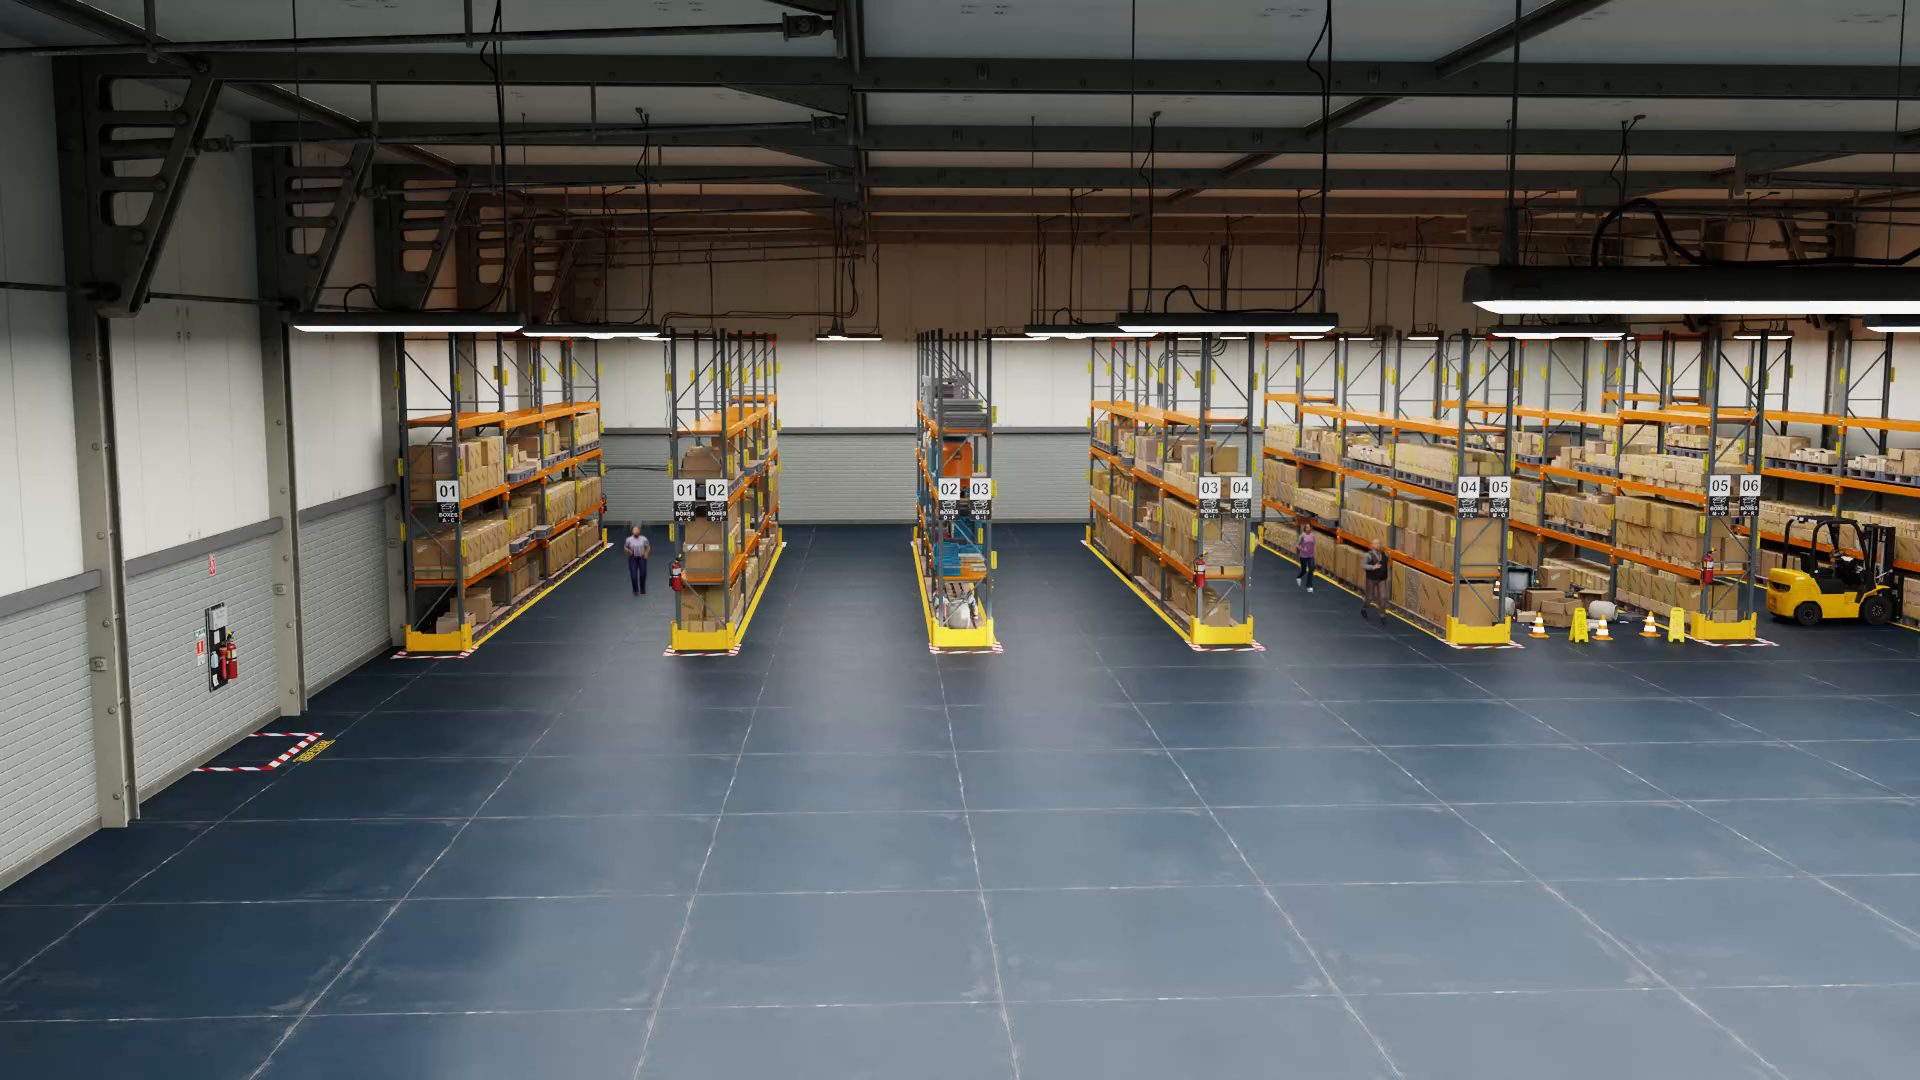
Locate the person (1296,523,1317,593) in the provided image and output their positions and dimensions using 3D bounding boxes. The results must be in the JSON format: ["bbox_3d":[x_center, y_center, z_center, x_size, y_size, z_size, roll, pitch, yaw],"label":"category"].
[{"bbox_3d":[8.030,0.397,38.538,0.538,1.591,0.839,-1,7,-10],"label":"person"}]

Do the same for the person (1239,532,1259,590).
[{"bbox_3d":[6.644,0.365,38.489,0.555,1.634,0.591,-1,7,-9],"label":"person"}]

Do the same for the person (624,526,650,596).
[{"bbox_3d":[-7.299,0.485,37.649,0.582,1.615,0.605,-2,7,-13],"label":"person"}]

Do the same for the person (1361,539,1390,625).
[{"bbox_3d":[8.535,0.833,34.100,0.657,1.707,0.945,-1,7,-7],"label":"person"}]
